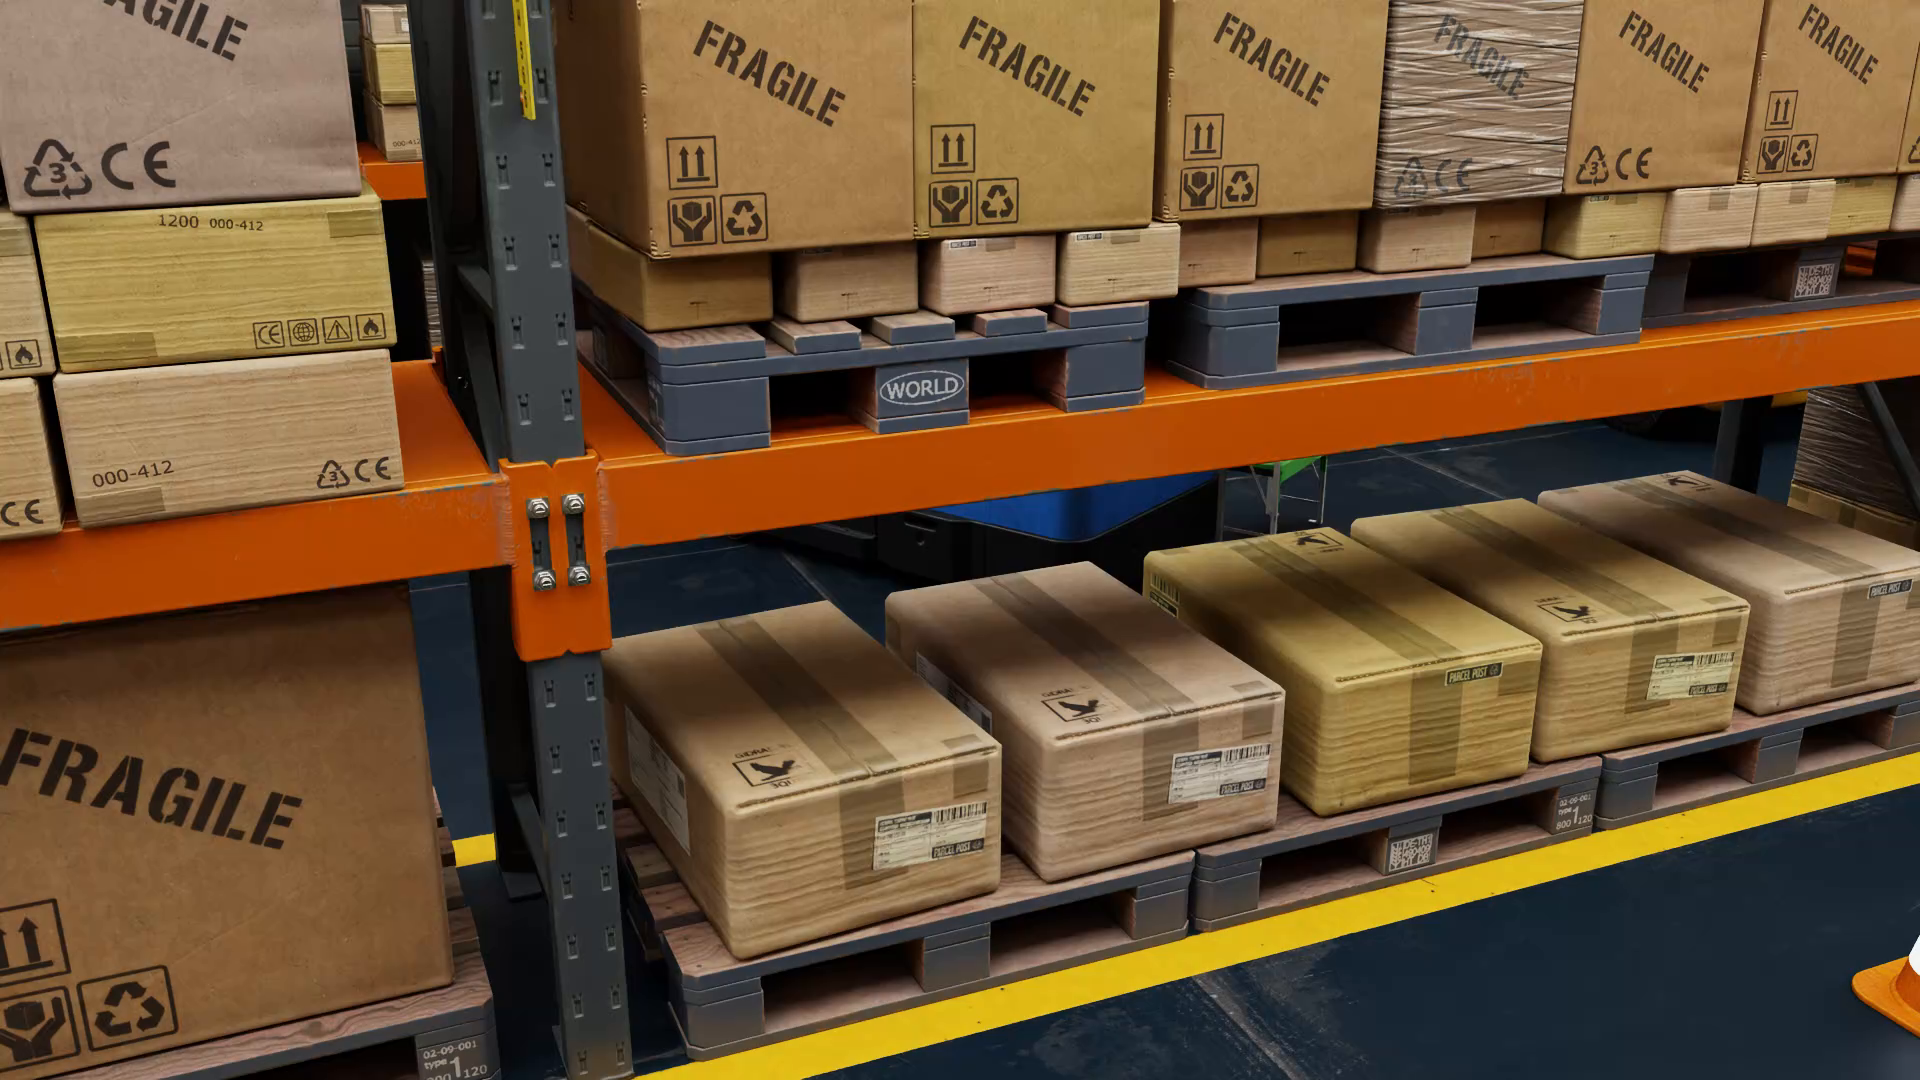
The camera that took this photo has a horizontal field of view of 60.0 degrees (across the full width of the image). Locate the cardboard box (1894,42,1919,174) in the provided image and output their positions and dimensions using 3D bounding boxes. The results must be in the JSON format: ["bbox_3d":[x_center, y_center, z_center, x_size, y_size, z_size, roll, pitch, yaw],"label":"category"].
[{"bbox_3d":[2.419,-1.240,4.295,0.500,0.500,0.500,-9,21,-23],"label":"cardboard box"}]

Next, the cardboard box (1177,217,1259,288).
[{"bbox_3d":[0.445,-0.658,3.622,0.250,0.149,0.380,-7,21,-19],"label":"cardboard box"}]

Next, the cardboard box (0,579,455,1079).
[{"bbox_3d":[-1.588,0.411,3.405,0.875,0.875,0.875,-8,21,-22],"label":"cardboard box"}]

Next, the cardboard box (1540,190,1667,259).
[{"bbox_3d":[1.447,-0.783,3.974,0.250,0.149,0.380,-8,21,-22],"label":"cardboard box"}]

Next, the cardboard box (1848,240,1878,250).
[{"bbox_3d":[2.927,-1.002,5.228,0.250,0.149,0.380,-8,21,-22],"label":"cardboard box"}]

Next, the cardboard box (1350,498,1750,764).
[{"bbox_3d":[1.613,0.222,4.699,0.625,0.372,0.950,-7,21,-19],"label":"cardboard box"}]

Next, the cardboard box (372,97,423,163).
[{"bbox_3d":[-2.386,-1.885,7.585,0.500,0.250,0.500,-8,21,-22],"label":"cardboard box"}]

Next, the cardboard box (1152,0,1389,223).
[{"bbox_3d":[0.545,-0.975,3.545,0.500,0.500,0.500,-8,21,-21],"label":"cardboard box"}]

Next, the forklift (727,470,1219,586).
[{"bbox_3d":[-0.504,-1.508,6.393,3.031,2.935,1.130,14,24,35],"label":"forklift"}]

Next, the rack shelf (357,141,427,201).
[{"bbox_3d":[-1.054,-1.896,8.472,4.000,0.370,1.077,-8,21,-22],"label":"rack shelf"}]

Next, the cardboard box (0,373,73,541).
[{"bbox_3d":[-1.745,-0.170,2.714,0.500,0.250,0.500,-8,21,-21],"label":"cardboard box"}]

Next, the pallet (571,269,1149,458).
[{"bbox_3d":[-0.308,-0.494,3.698,1.003,0.211,1.213,-8,21,-22],"label":"pallet"}]

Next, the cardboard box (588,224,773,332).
[{"bbox_3d":[-0.548,-0.524,3.240,0.250,0.149,0.380,-9,22,-25],"label":"cardboard box"}]

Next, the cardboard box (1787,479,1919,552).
[{"bbox_3d":[3.189,-0.046,5.643,0.500,0.250,0.500,-7,21,-19],"label":"cardboard box"}]

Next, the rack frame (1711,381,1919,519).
[{"bbox_3d":[2.752,-0.985,4.802,0.127,3.000,1.000,-8,21,-22],"label":"rack frame"}]

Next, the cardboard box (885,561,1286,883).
[{"bbox_3d":[0.277,0.412,4.160,0.625,0.372,0.950,-9,21,-23],"label":"cardboard box"}]

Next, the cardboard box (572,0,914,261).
[{"bbox_3d":[-0.416,-0.833,3.140,0.500,0.500,0.500,-9,21,-23],"label":"cardboard box"}]

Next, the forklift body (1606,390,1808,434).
[{"bbox_3d":[3.437,-1.818,8.447,1.214,2.155,2.313,-8,21,-22],"label":"forklift body"}]

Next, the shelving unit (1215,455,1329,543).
[{"bbox_3d":[1.226,-0.585,6.377,0.258,1.200,0.503,12,23,31],"label":"shelving unit"}]

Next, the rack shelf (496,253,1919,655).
[{"bbox_3d":[0.916,-0.382,4.175,4.000,0.370,1.077,-8,21,-22],"label":"rack shelf"}]

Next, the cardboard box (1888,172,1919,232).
[{"bbox_3d":[2.389,-0.913,4.343,0.250,0.149,0.380,-8,21,-21],"label":"cardboard box"}]

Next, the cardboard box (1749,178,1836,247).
[{"bbox_3d":[1.918,-0.838,4.132,0.250,0.149,0.380,-9,21,-23],"label":"cardboard box"}]

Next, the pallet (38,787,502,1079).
[{"bbox_3d":[-1.674,0.937,3.542,1.213,0.211,1.003,-8,21,-22],"label":"pallet"}]

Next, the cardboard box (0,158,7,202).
[{"bbox_3d":[-1.759,-0.760,2.507,0.500,0.500,0.500,-8,21,-21],"label":"cardboard box"}]

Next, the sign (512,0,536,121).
[{"bbox_3d":[-0.698,-0.836,2.636,0.005,0.325,0.100,-8,21,-22],"label":"sign"}]

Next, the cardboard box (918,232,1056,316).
[{"bbox_3d":[-0.006,-0.573,3.379,0.250,0.149,0.380,-10,22,-25],"label":"cardboard box"}]

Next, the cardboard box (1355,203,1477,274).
[{"bbox_3d":[0.955,-0.722,3.802,0.250,0.149,0.380,-7,21,-20],"label":"cardboard box"}]

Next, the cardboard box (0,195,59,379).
[{"bbox_3d":[-1.734,-0.414,2.654,0.500,0.250,0.500,-9,21,-23],"label":"cardboard box"}]

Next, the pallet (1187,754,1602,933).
[{"bbox_3d":[0.916,0.595,4.514,1.213,0.211,1.003,-8,21,-22],"label":"pallet"}]

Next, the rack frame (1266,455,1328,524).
[{"bbox_3d":[1.359,-0.653,6.570,0.240,1.200,0.015,12,23,31],"label":"rack frame"}]

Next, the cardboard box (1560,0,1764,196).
[{"bbox_3d":[1.488,-1.108,3.921,0.500,0.500,0.500,-7,21,-20],"label":"cardboard box"}]

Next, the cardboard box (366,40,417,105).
[{"bbox_3d":[-2.376,-2.113,7.480,0.500,0.250,0.500,-8,21,-22],"label":"cardboard box"}]

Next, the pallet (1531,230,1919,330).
[{"bbox_3d":[1.993,-0.838,4.675,1.213,0.211,1.003,-8,21,-22],"label":"pallet"}]

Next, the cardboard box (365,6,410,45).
[{"bbox_3d":[-2.481,-2.277,7.345,0.250,0.149,0.380,-7,21,-20],"label":"cardboard box"}]
